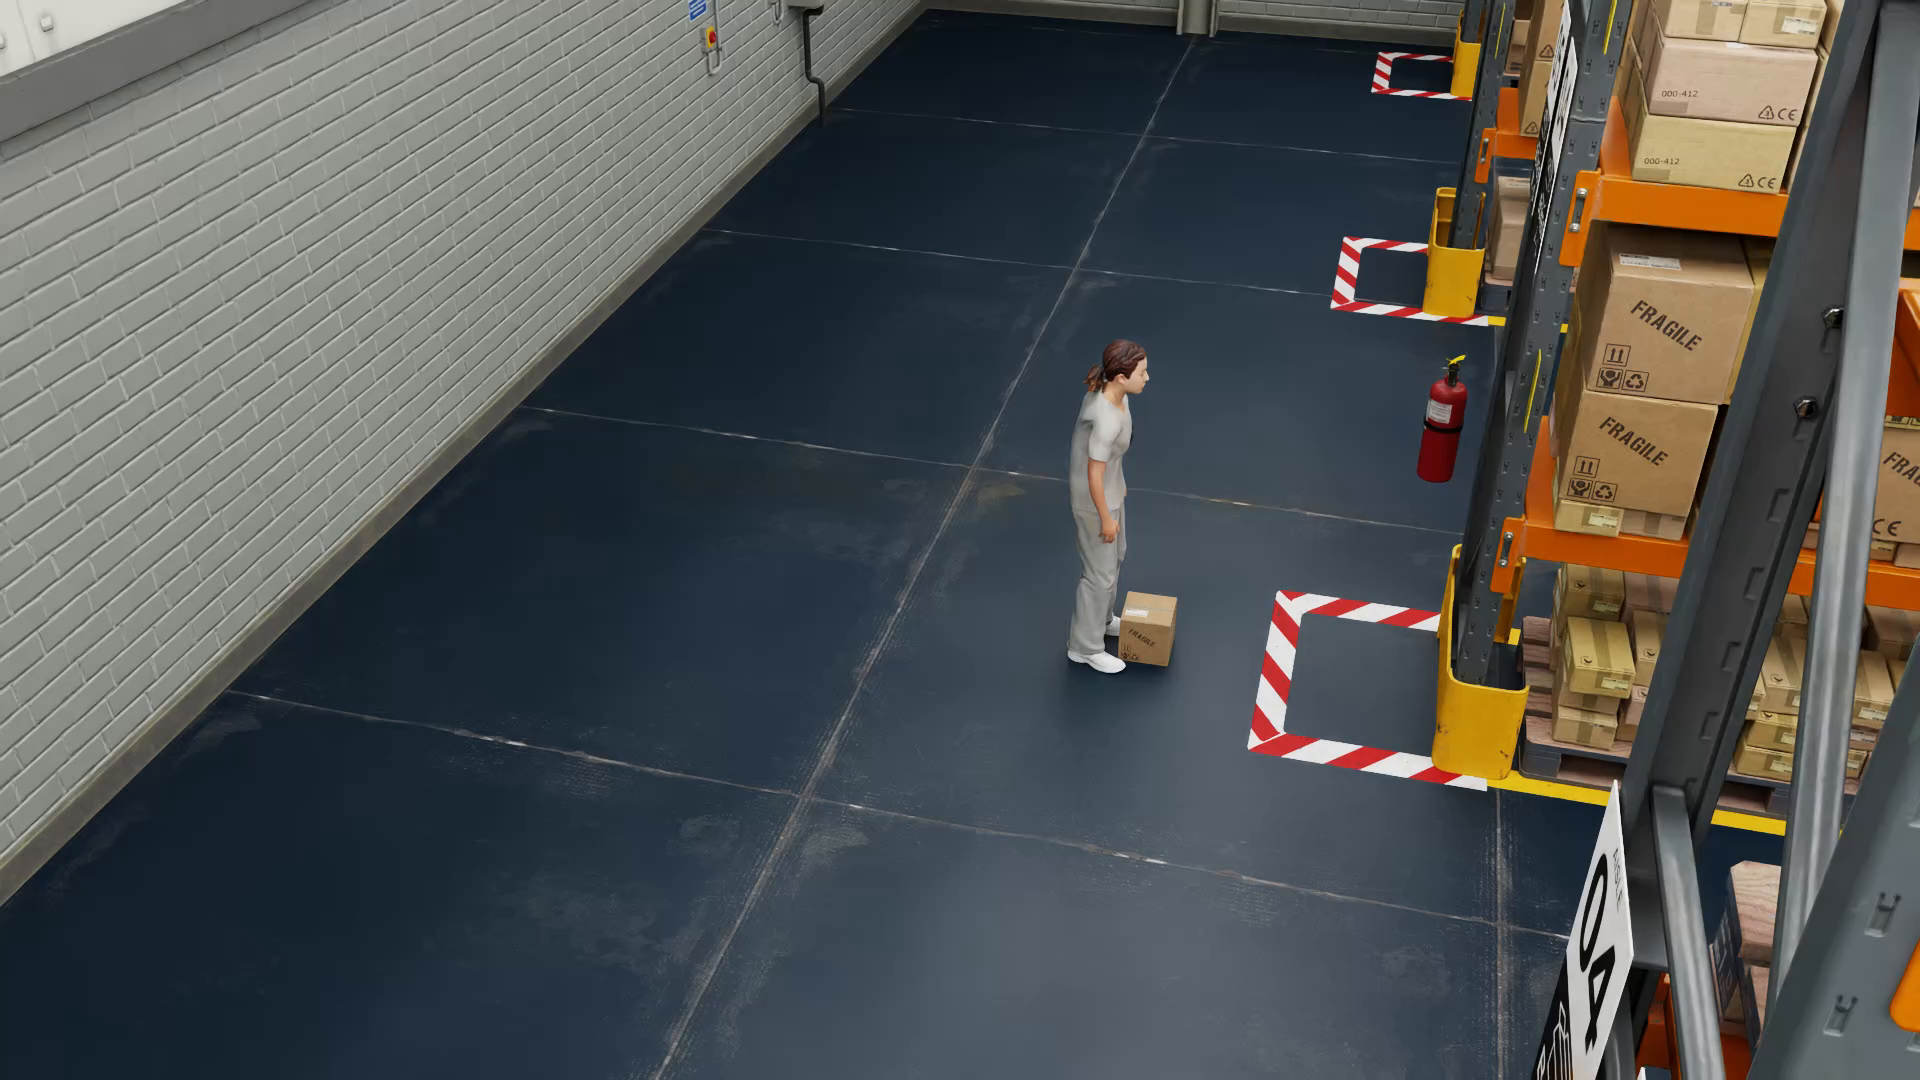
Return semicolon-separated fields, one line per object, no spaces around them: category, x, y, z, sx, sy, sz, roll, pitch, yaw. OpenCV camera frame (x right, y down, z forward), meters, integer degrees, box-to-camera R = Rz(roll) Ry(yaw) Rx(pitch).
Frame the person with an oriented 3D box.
person;0.694;-0.187;7.946;0.351;1.673;0.512;7;34;10
